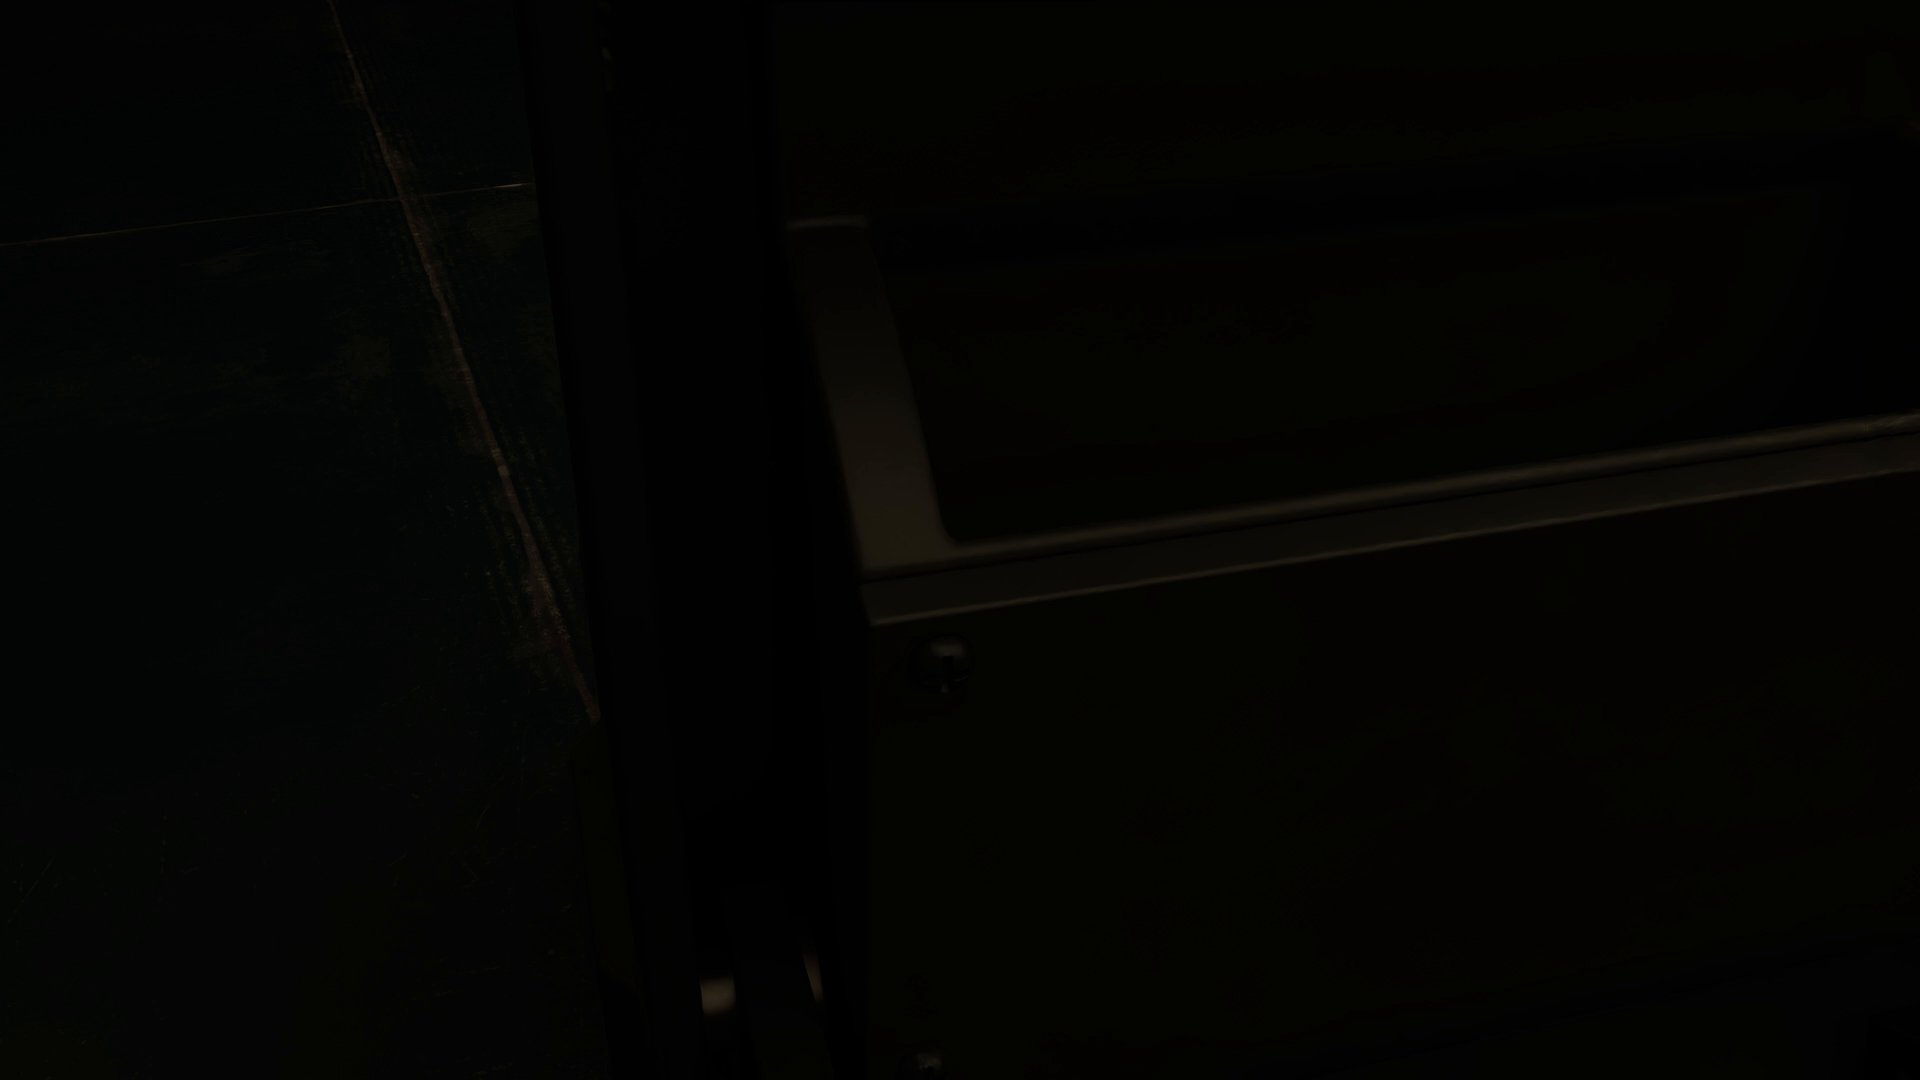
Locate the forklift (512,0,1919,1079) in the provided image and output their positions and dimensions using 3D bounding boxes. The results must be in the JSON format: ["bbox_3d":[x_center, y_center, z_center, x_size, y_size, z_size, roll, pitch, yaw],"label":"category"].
[{"bbox_3d":[0.460,-0.396,0.234,1.130,2.935,3.031,-8,31,-14],"label":"forklift"}]
